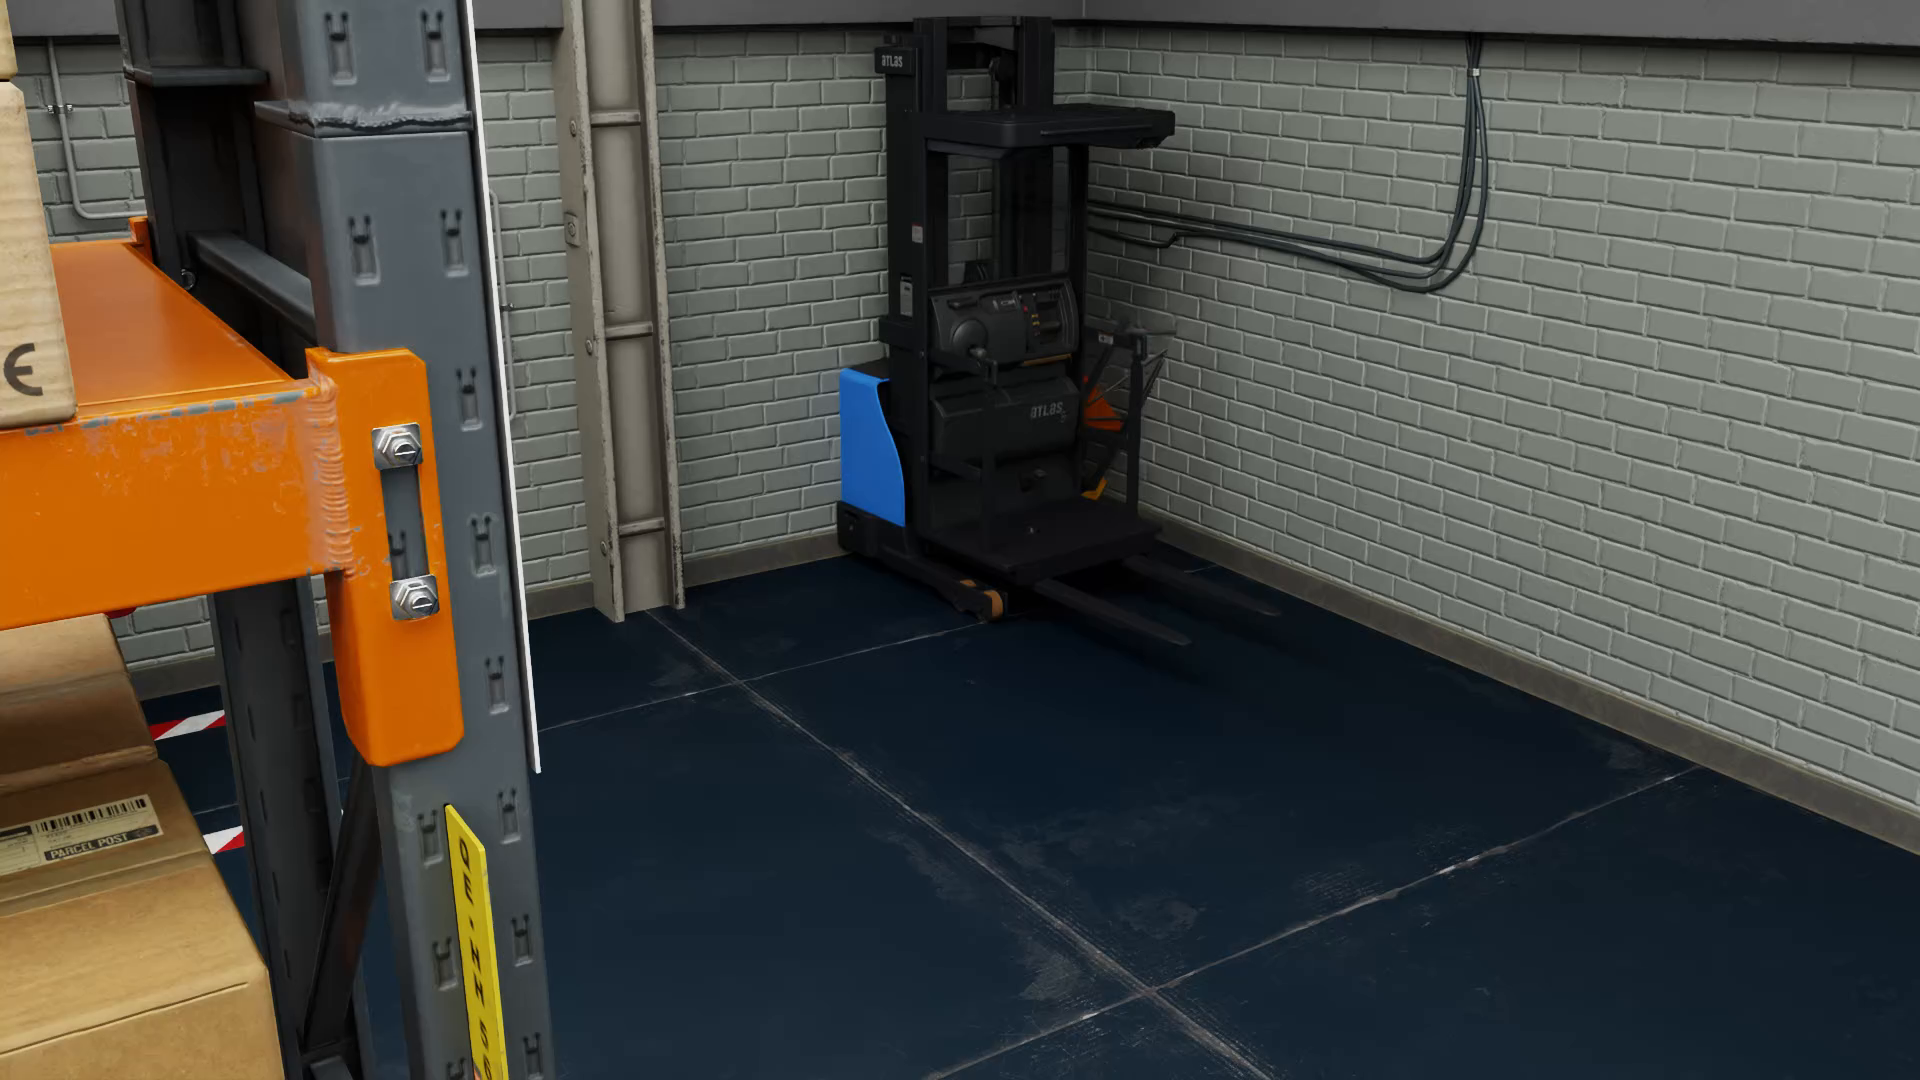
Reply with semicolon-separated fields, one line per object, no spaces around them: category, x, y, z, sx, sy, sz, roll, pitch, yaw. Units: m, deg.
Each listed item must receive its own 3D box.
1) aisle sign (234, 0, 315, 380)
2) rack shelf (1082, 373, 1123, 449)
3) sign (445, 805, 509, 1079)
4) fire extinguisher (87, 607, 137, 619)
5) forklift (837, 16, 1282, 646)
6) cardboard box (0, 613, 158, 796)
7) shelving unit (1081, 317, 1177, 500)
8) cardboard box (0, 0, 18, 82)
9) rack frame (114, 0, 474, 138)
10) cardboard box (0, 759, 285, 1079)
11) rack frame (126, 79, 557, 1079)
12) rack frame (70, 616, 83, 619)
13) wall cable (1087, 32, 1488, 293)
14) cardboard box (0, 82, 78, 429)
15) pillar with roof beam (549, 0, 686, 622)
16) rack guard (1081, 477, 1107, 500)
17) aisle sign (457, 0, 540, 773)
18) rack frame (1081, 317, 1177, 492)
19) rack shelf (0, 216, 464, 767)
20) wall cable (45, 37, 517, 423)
aisle sign;-0.838;-0.365;2.082;0.004;0.787;0.394;-12;22;-31
rack shelf;0.530;-0.937;10.014;0.538;0.185;1.000;-5;49;-34
sign;-0.445;0.411;1.545;0.005;0.325;0.100;-12;22;-31
fire extinguisher;-3.081;-0.057;5.933;0.183;0.674;0.296;-12;22;-31
forklift;0.373;-1.146;8.558;1.130;2.935;3.031;-14;23;-35
cardboard box;-1.249;0.444;2.032;0.500;0.500;0.500;-11;22;-30
shelving unit;0.599;-1.055;9.897;0.587;1.500;1.083;-5;49;-34
cardboard box;-1.022;-0.471;1.225;0.500;0.250;0.500;-12;22;-31
rack frame;-0.734;-1.885;1.270;0.127;3.000;1.000;-12;22;-31
cardboard box;-0.954;0.588;1.605;0.500;0.500;0.500;-12;22;-32
rack frame;-0.734;0.957;2.231;0.127;3.000;1.000;-12;22;-31
rack frame;-3.461;-0.367;6.148;0.127;3.000;1.000;-12;22;-31
wall cable;1.459;-2.639;8.348;0.112;2.526;3.097;-12;22;-31
cardboard box;-1.018;-0.232;1.298;0.500;0.250;0.500;-12;22;-31
pillar with roof beam;0.686;-2.765;3.872;0.400;9.000;9.100;-12;22;-31
rack guard;0.593;-0.265;10.016;0.587;0.250;0.087;-5;49;-34
aisle sign;-0.508;-0.205;1.607;0.004;0.787;0.394;-12;22;-31
rack frame;0.819;-0.698;9.627;0.500;1.500;0.032;-5;49;-34
rack shelf;-2.404;0.229;0.823;4.000;0.370;1.077;-12;22;-31
wall cable;-2.912;-1.327;7.401;1.851;1.984;0.084;-12;22;-31
